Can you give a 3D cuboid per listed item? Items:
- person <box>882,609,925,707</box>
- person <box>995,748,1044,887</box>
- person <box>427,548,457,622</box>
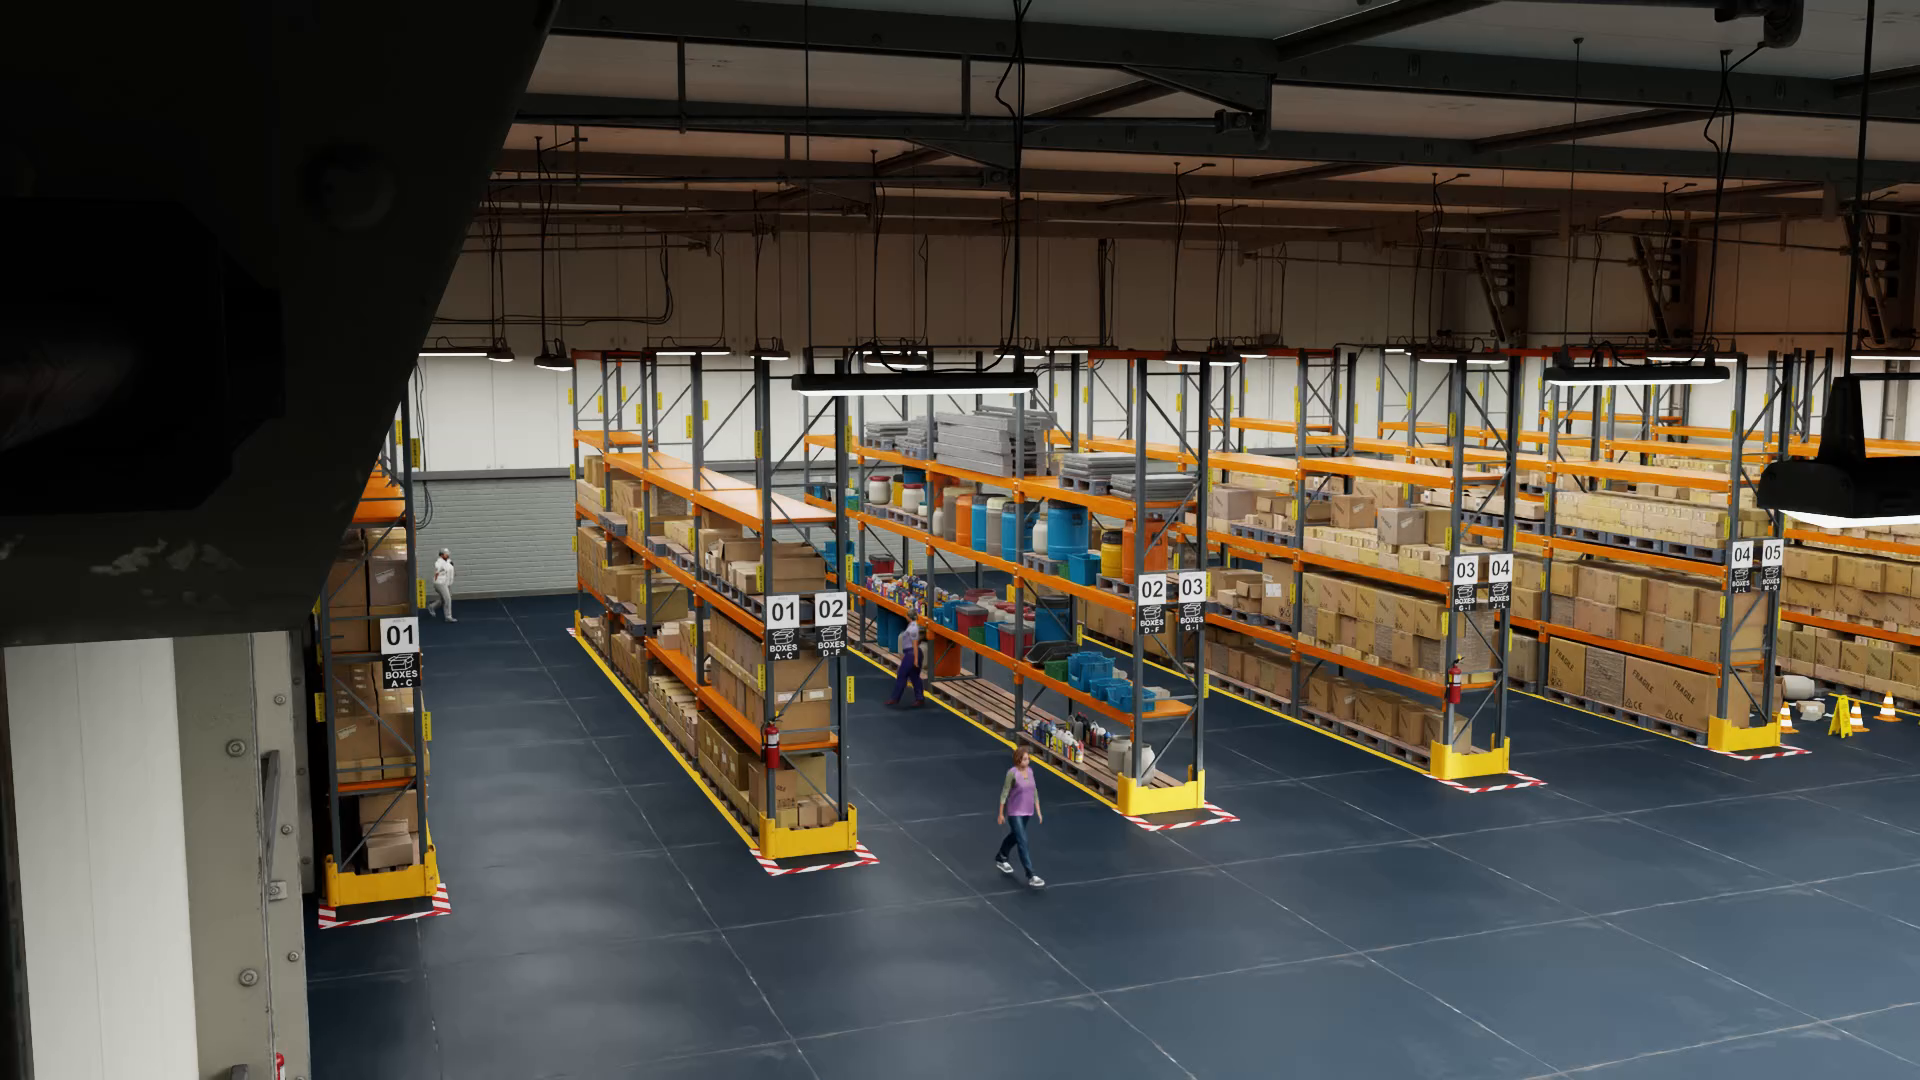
[{"bbox_3d":[-0.945,2.020,28.320,0.693,1.649,0.597,1,7,7],"label":"person"},{"bbox_3d":[0.725,3.179,19.204,0.968,1.510,0.454,7,10,43],"label":"person"},{"bbox_3d":[-11.422,0.966,36.609,0.855,1.621,0.494,2,7,14],"label":"person"}]
